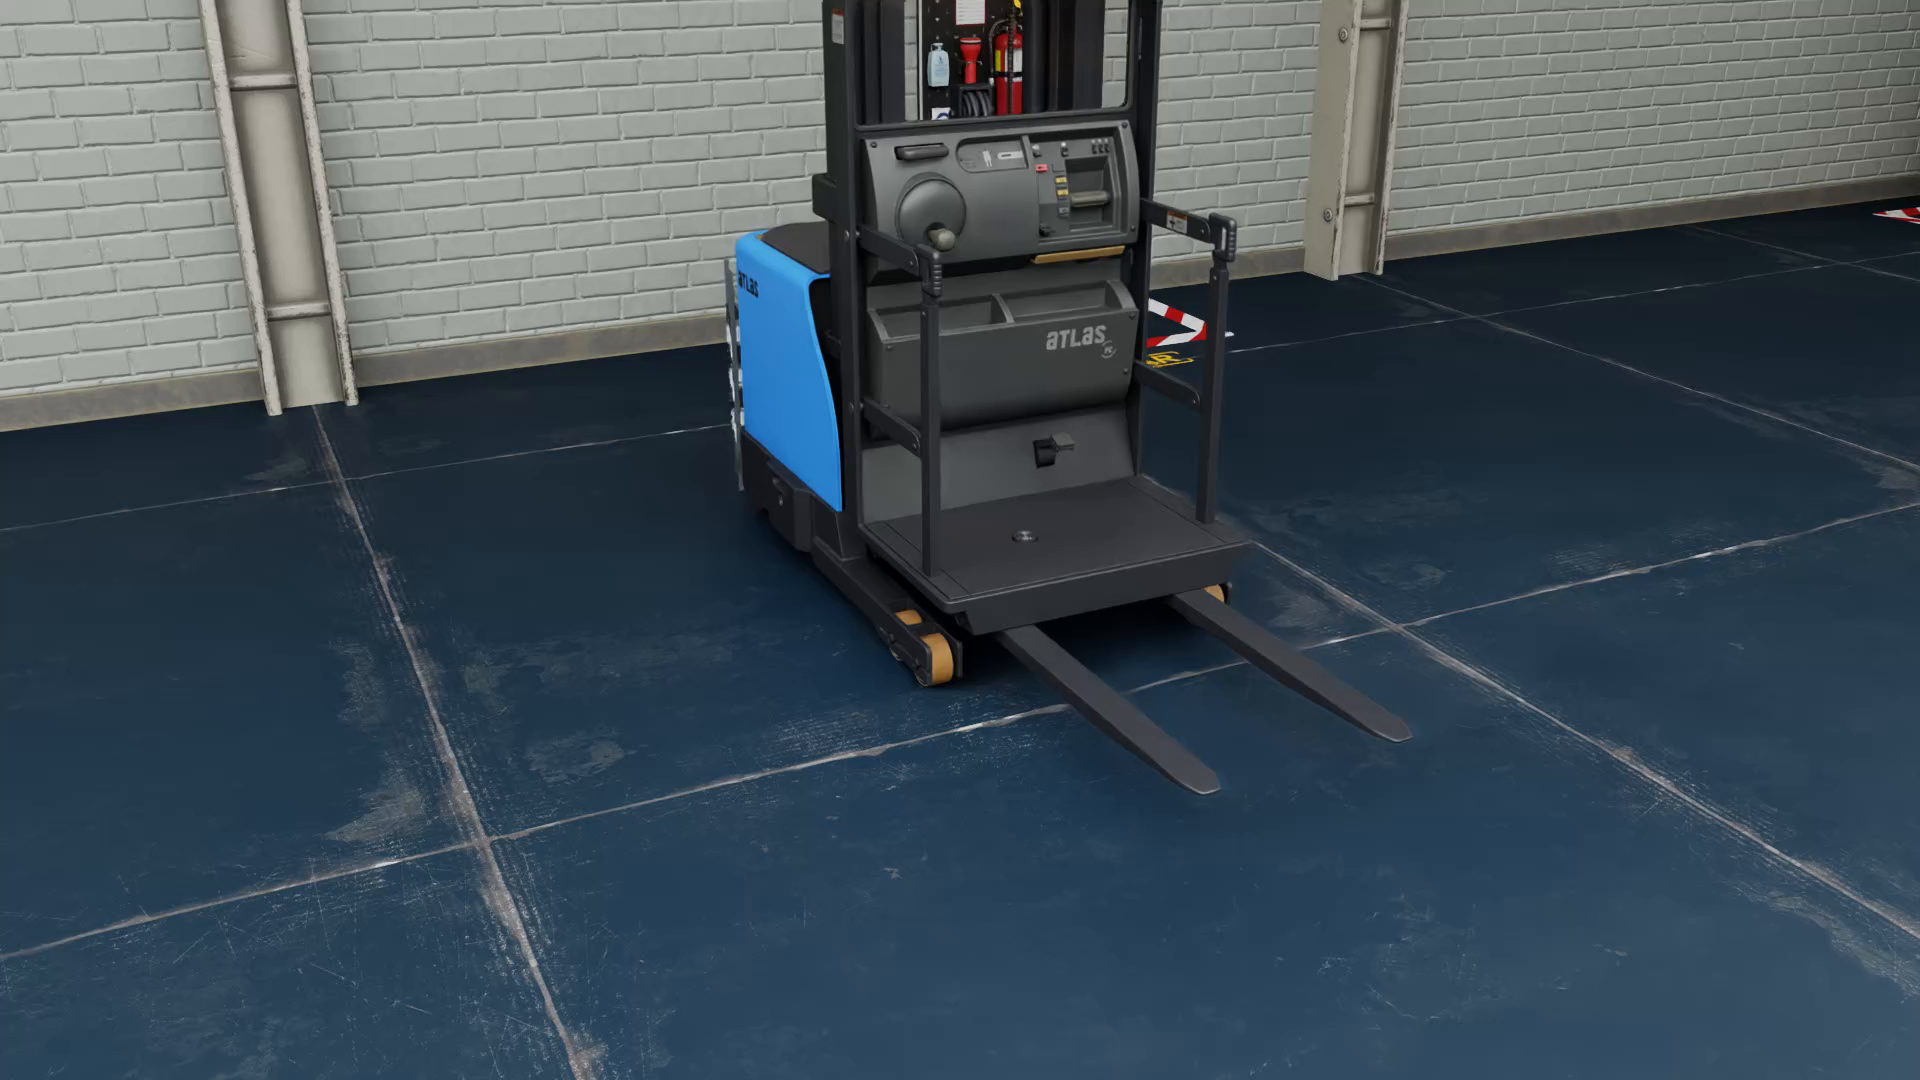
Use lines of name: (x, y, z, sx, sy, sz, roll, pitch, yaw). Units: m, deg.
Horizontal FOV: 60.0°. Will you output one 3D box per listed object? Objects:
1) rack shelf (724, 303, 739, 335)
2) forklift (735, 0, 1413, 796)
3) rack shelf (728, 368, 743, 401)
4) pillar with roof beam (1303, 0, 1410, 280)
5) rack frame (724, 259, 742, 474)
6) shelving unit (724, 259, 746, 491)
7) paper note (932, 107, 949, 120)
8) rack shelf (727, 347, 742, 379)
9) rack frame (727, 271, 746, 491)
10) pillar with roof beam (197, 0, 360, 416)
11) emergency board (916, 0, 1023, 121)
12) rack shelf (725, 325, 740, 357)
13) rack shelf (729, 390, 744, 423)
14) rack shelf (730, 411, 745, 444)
rack shelf: (-0.796, -0.881, 6.584, 0.258, 0.077, 0.200, -4, 23, -10)
forklift: (0.241, -1.091, 5.054, 1.130, 2.935, 3.031, -11, 25, -24)
rack shelf: (-0.796, -0.632, 6.687, 0.258, 0.077, 0.200, -4, 23, -10)
pillar with roof beam: (4.216, -4.325, 4.933, 0.400, 9.000, 9.100, -10, 25, -24)
rack frame: (-0.816, -0.701, 6.766, 0.240, 0.900, 0.006, -4, 23, -10)
shelving unit: (-0.796, -0.663, 6.674, 0.258, 0.900, 0.210, -4, 23, -10)
paper note: (-0.083, -2.228, 8.861, 0.142, 0.148, 0.016, -10, 25, -24)
rack shelf: (-0.796, -0.715, 6.653, 0.258, 0.077, 0.200, -4, 23, -10)
rack frame: (-0.776, -0.625, 6.582, 0.240, 0.900, 0.006, -4, 23, -10)
pillar with roof beam: (-1.190, -3.330, 2.529, 0.400, 9.000, 9.100, -10, 25, -24)
emergency board: (0.106, -2.640, 8.706, 0.643, 1.169, 0.194, -10, 25, -24)
rack shelf: (-0.796, -0.798, 6.618, 0.258, 0.077, 0.200, -4, 23, -10)
rack shelf: (-0.796, -0.549, 6.721, 0.258, 0.077, 0.200, -4, 23, -10)
rack shelf: (-0.796, -0.466, 6.756, 0.258, 0.077, 0.200, -4, 23, -10)
